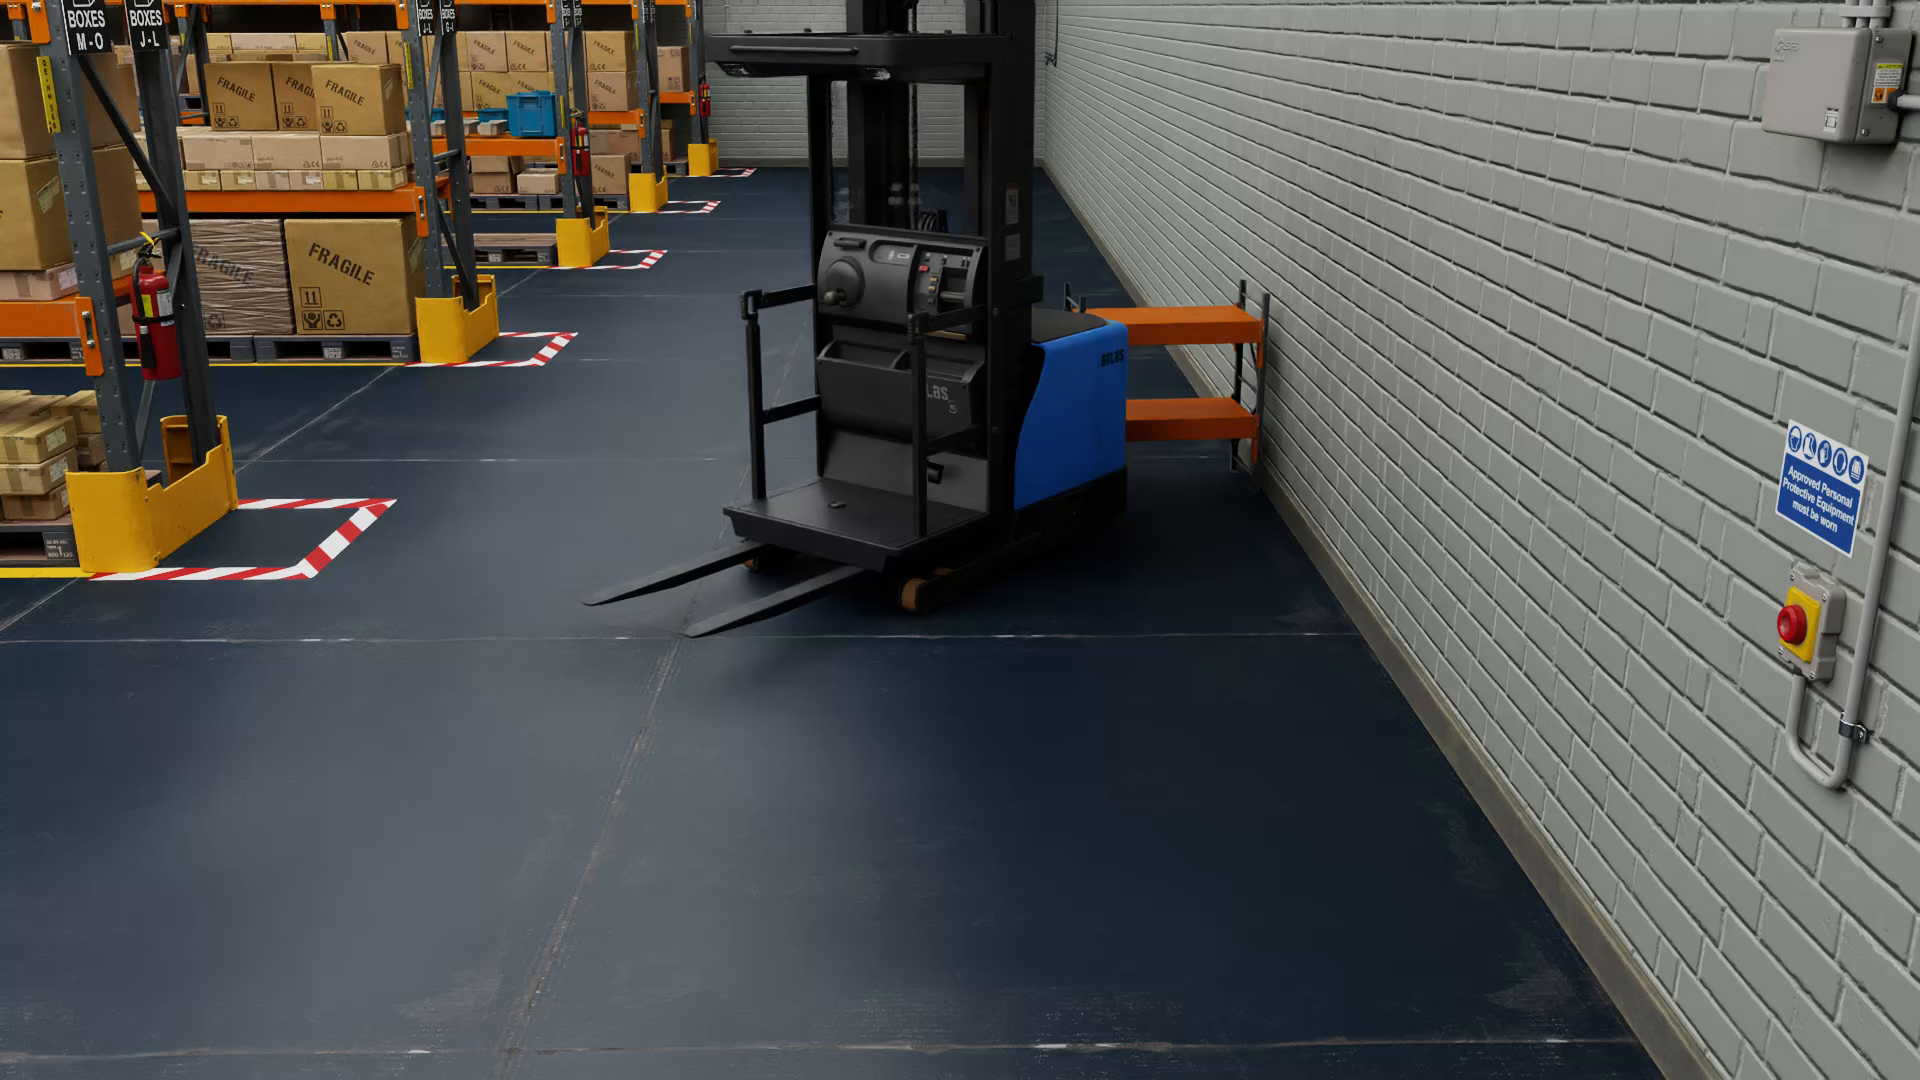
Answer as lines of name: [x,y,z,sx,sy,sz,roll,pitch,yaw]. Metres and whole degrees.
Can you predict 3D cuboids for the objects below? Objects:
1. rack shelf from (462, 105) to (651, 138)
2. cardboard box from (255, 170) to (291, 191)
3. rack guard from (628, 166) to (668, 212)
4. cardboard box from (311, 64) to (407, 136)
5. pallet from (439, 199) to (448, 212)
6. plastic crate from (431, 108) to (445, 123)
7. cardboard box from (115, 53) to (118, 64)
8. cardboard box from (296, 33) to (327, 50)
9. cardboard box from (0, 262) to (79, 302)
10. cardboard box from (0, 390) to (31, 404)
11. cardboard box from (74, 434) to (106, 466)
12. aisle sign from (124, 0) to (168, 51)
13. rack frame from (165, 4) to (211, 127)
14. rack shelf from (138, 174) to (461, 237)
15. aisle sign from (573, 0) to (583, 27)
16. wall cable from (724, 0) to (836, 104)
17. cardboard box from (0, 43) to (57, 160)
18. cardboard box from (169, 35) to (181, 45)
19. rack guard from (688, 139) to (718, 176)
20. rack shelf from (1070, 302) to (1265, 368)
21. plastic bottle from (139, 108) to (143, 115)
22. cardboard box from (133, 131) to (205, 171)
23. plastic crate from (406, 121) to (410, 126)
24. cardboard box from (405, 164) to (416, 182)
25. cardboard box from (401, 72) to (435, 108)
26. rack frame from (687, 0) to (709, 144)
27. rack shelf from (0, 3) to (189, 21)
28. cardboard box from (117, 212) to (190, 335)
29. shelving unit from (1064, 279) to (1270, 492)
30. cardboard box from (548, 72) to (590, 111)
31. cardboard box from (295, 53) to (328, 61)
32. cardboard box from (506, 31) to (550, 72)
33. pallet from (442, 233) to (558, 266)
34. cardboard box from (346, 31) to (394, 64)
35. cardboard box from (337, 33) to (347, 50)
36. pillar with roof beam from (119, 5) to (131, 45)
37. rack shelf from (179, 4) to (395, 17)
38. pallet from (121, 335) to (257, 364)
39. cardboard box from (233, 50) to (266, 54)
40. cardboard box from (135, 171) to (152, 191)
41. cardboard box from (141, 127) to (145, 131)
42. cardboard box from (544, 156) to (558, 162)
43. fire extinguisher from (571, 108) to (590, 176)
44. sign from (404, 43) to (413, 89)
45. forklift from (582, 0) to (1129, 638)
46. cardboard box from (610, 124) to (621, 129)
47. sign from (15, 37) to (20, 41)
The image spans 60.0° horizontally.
rack shelf: [-6.171,-5.637,22.387,4.000,0.370,1.077,0,18,-1]
cardboard box: [-5.131,-2.738,12.583,0.250,0.149,0.380,0,18,0]
rack guard: [-4.247,-4.798,22.687,0.348,0.500,1.175,0,18,-1]
cardboard box: [-4.502,-3.308,12.480,0.500,0.500,0.500,0,18,0]
pallet: [-7.484,-4.645,22.682,1.213,0.211,1.003,0,18,-1]
plastic crate: [-5.665,-4.518,17.897,0.300,0.233,0.416,0,18,-1]
cardboard box: [-11.542,-6.235,22.224,0.500,0.500,0.700,-6,19,-19]
cardboard box: [-10.247,-7.953,26.519,0.500,0.250,0.500,-1,18,-2]
cardboard box: [-4.363,-1.241,7.915,0.250,0.149,0.380,0,18,-1]
cardboard box: [-5.098,-0.675,8.747,0.250,0.149,0.380,0,18,-1]
cardboard box: [-4.569,-0.508,8.714,0.250,0.149,0.380,0,18,1]
aisle sign: [-3.973,-2.778,8.041,0.004,0.787,0.394,0,18,-1]
rack frame: [-8.096,-4.457,17.530,0.127,3.000,1.000,0,18,-1]
rack shelf: [-6.018,-2.611,12.955,4.000,0.370,1.077,0,18,-1]
aisle sign: [-4.030,-5.805,17.477,0.004,0.787,0.394,0,18,-1]
wall cable: [-2.988,-8.281,27.788,1.851,1.984,0.084,0,18,-1]
cardboard box: [-4.495,-2.035,7.694,0.500,0.500,0.500,-1,18,-2]
cardboard box: [-12.597,-8.019,26.687,0.250,0.149,0.380,-3,18,-8]
rack guard: [-4.229,-6.312,27.405,0.348,0.500,1.175,0,18,-1]
rack shelf: [1.138,-1.140,9.302,1.000,0.278,0.538,-2,18,-7]
plastic bottle: [-8.816,-4.517,17.928,0.097,0.271,0.097,0,18,0]
cardboard box: [-6.036,-2.942,12.566,0.500,0.250,0.500,0,18,-1]
plastic crate: [-5.773,-4.307,17.397,0.250,0.136,0.298,0,18,-1]
cardboard box: [-4.379,-2.943,13.222,0.250,0.149,0.380,0,18,0]
cardboard box: [-7.145,-5.940,21.990,0.500,0.500,0.500,0,18,0]
rack frame: [-4.253,-7.502,27.023,0.127,3.000,1.000,0,18,-1]
rack shelf: [-10.096,-5.533,17.152,4.000,0.370,1.077,0,18,-1]
cardboard box: [-6.457,-2.115,13.022,0.875,0.875,0.875,0,18,-1]
shelving unit: [1.138,-0.862,9.392,1.048,1.125,0.538,-2,18,-7]
cardboard box: [-5.134,-5.948,22.014,0.500,0.500,0.500,0,18,0]
cardboard box: [-8.648,-6.283,22.373,0.500,0.500,0.700,-6,19,-19]
cardboard box: [-5.635,-6.420,21.850,0.500,0.500,0.500,0,18,1]
pallet: [-4.922,-3.156,18.041,1.213,0.211,1.003,0,18,-1]
cardboard box: [-7.695,-6.410,21.818,0.500,0.500,0.500,0,18,1]
cardboard box: [-9.737,-7.956,26.528,0.500,0.250,0.500,0,18,0]
pillar with roof beam: [-13.498,-9.263,22.692,0.400,9.000,9.100,0,18,-1]
rack shelf: [-10.252,-8.559,26.584,4.000,0.370,1.077,0,18,-1]
pallet: [-6.034,-1.603,13.199,1.213,0.211,1.003,0,18,-1]
cardboard box: [-11.239,-7.586,26.602,0.500,0.500,0.500,0,18,1]
cardboard box: [-6.159,-2.732,12.566,0.250,0.149,0.380,-1,18,-2]
cardboard box: [-6.553,-3.102,13.067,0.500,0.250,0.500,0,18,0]
cardboard box: [-6.488,-6.468,27.204,0.500,0.500,0.700,0,18,0]
fire extinguisher: [-3.939,-4.124,17.229,0.183,0.674,0.296,0,18,-1]
sign: [-4.024,-3.462,12.145,0.005,0.325,0.100,0,18,-1]
forklift: [-0.412,-1.227,7.574,1.130,2.935,3.031,13,22,35]
cardboard box: [-5.586,-6.845,27.316,0.250,0.149,0.380,0,18,0]
sign: [-12.158,-6.332,21.481,0.005,0.325,0.100,0,18,-1]
